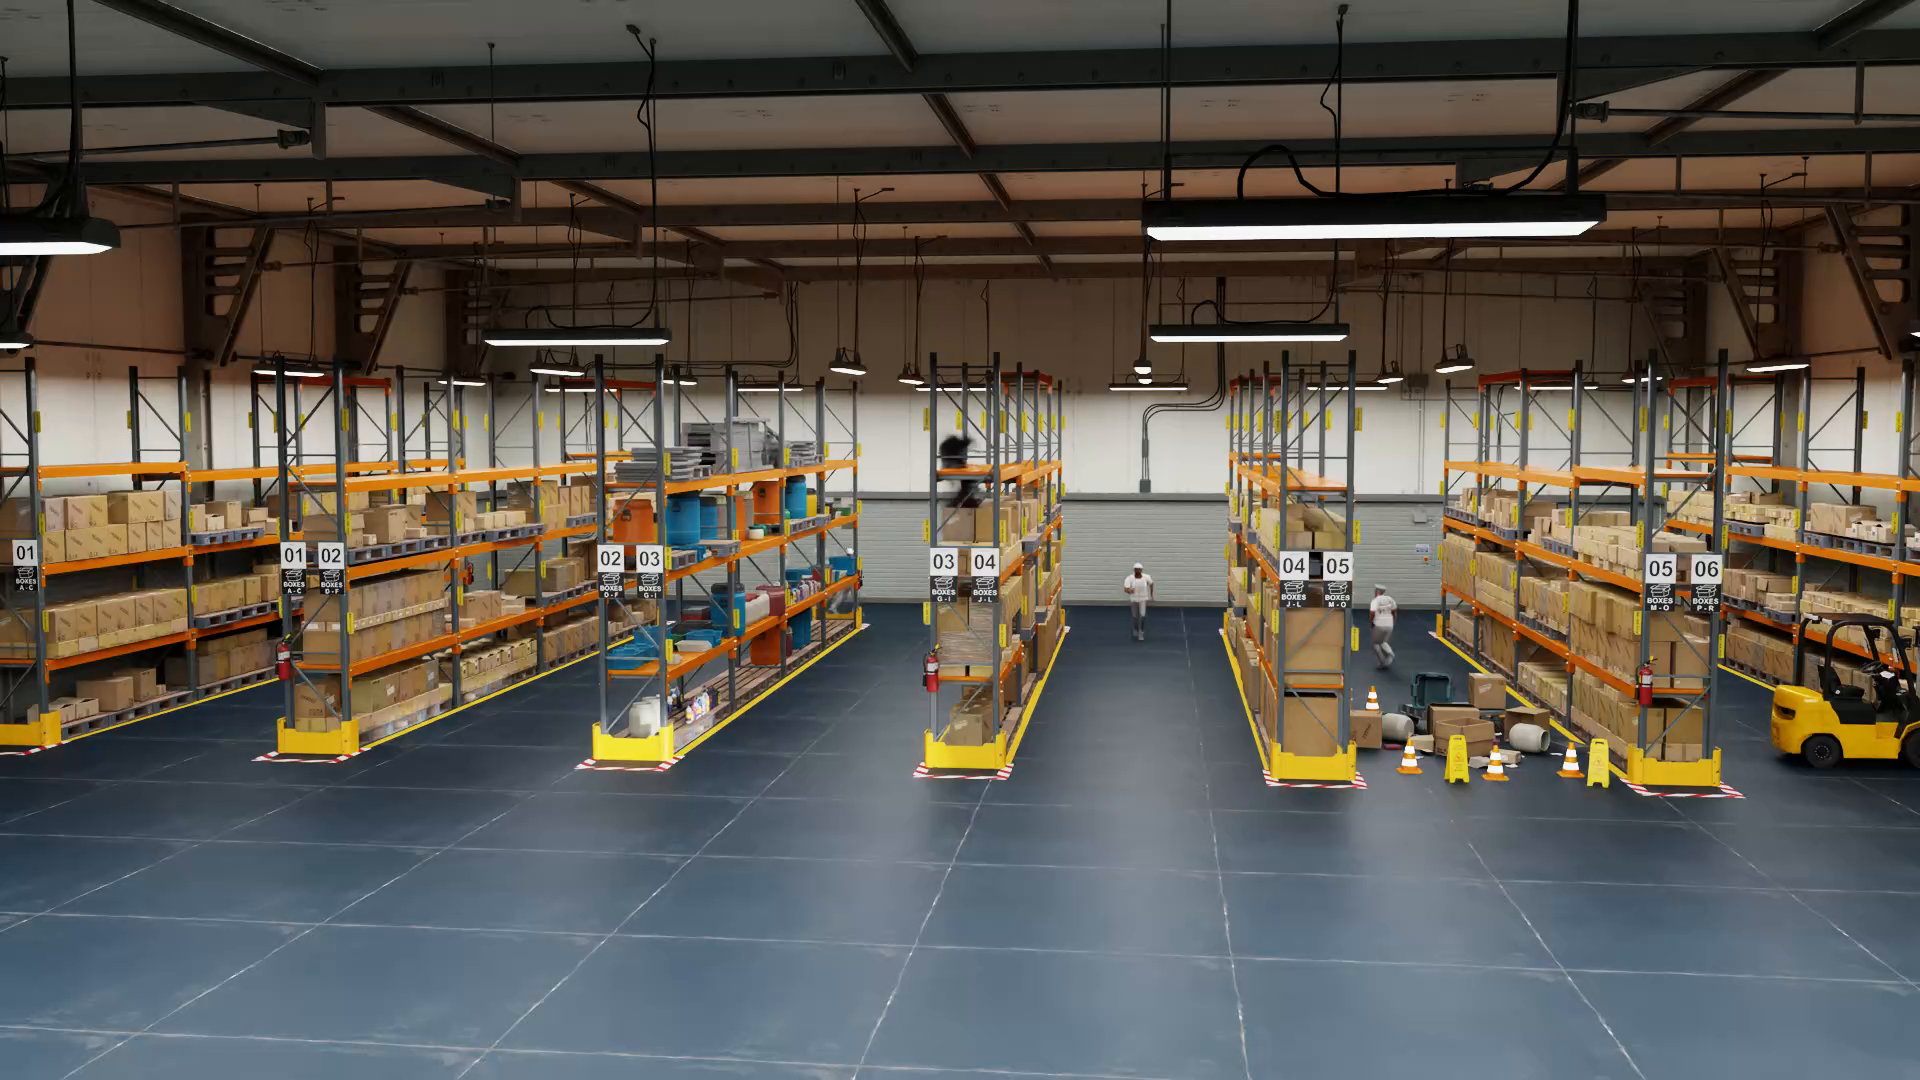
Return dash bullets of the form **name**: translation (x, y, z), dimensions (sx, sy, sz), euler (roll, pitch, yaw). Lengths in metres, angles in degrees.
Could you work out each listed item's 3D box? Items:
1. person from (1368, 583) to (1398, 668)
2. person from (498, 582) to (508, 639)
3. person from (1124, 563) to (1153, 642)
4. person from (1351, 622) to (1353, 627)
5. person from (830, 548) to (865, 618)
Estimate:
- **person**: translation (8.624, 1.761, 33.792), dimensions (0.659, 1.721, 0.613), euler (-1, 4, -16)
- **person**: translation (-9.981, 1.669, 36.088), dimensions (0.606, 1.554, 0.894), euler (0, 4, -4)
- **person**: translation (4.102, 1.426, 38.193), dimensions (0.672, 1.811, 0.828), euler (0, 4, 7)
- **person**: translation (8.972, 1.346, 39.648), dimensions (0.786, 1.708, 0.655), euler (0, 4, 6)
- **person**: translation (-2.891, 1.097, 42.754), dimensions (0.934, 1.797, 0.627), euler (1, 4, 20)
